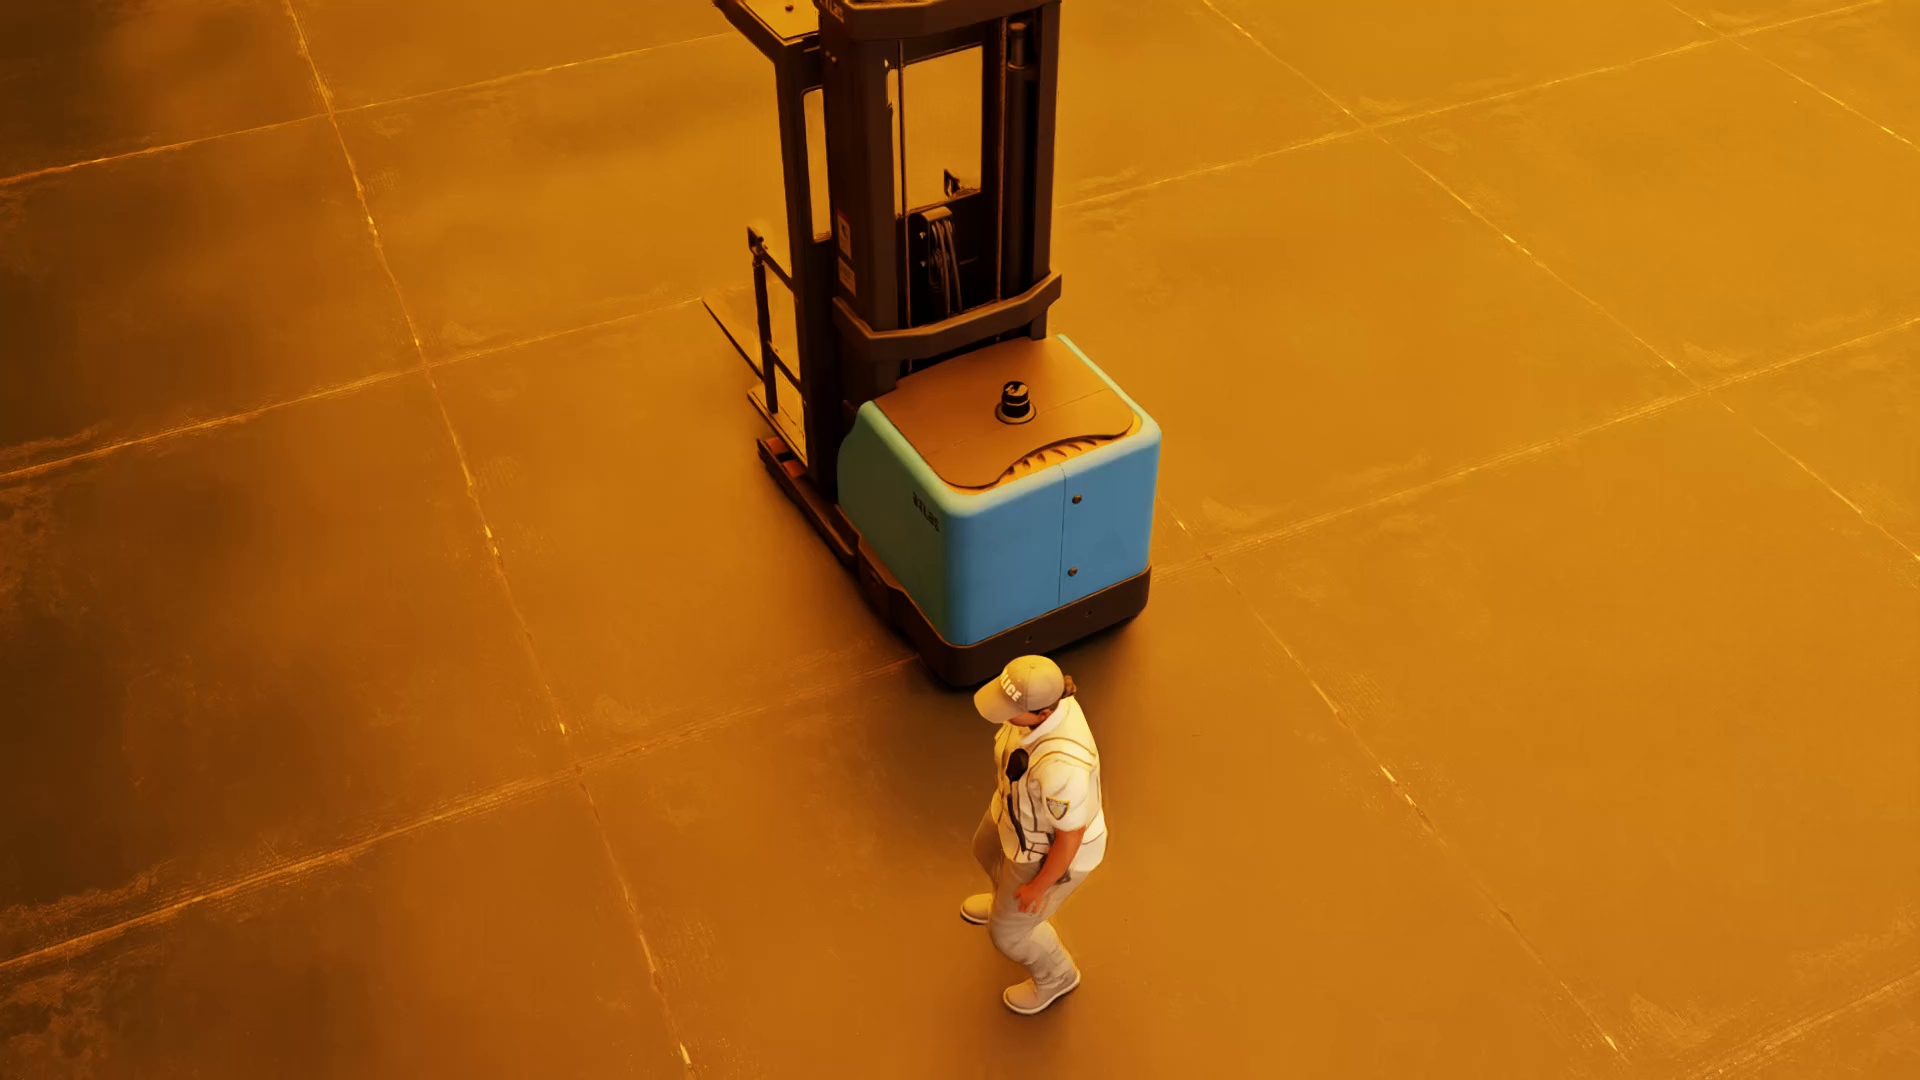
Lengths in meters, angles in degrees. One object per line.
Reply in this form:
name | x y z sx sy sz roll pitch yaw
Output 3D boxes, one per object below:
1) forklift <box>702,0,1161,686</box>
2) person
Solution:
forklift | -0.336 -1.443 7.227 1.130 2.935 3.031 -22 47 -22
person | 0.250 0.959 5.604 0.427 1.638 0.603 -8 44 -9
